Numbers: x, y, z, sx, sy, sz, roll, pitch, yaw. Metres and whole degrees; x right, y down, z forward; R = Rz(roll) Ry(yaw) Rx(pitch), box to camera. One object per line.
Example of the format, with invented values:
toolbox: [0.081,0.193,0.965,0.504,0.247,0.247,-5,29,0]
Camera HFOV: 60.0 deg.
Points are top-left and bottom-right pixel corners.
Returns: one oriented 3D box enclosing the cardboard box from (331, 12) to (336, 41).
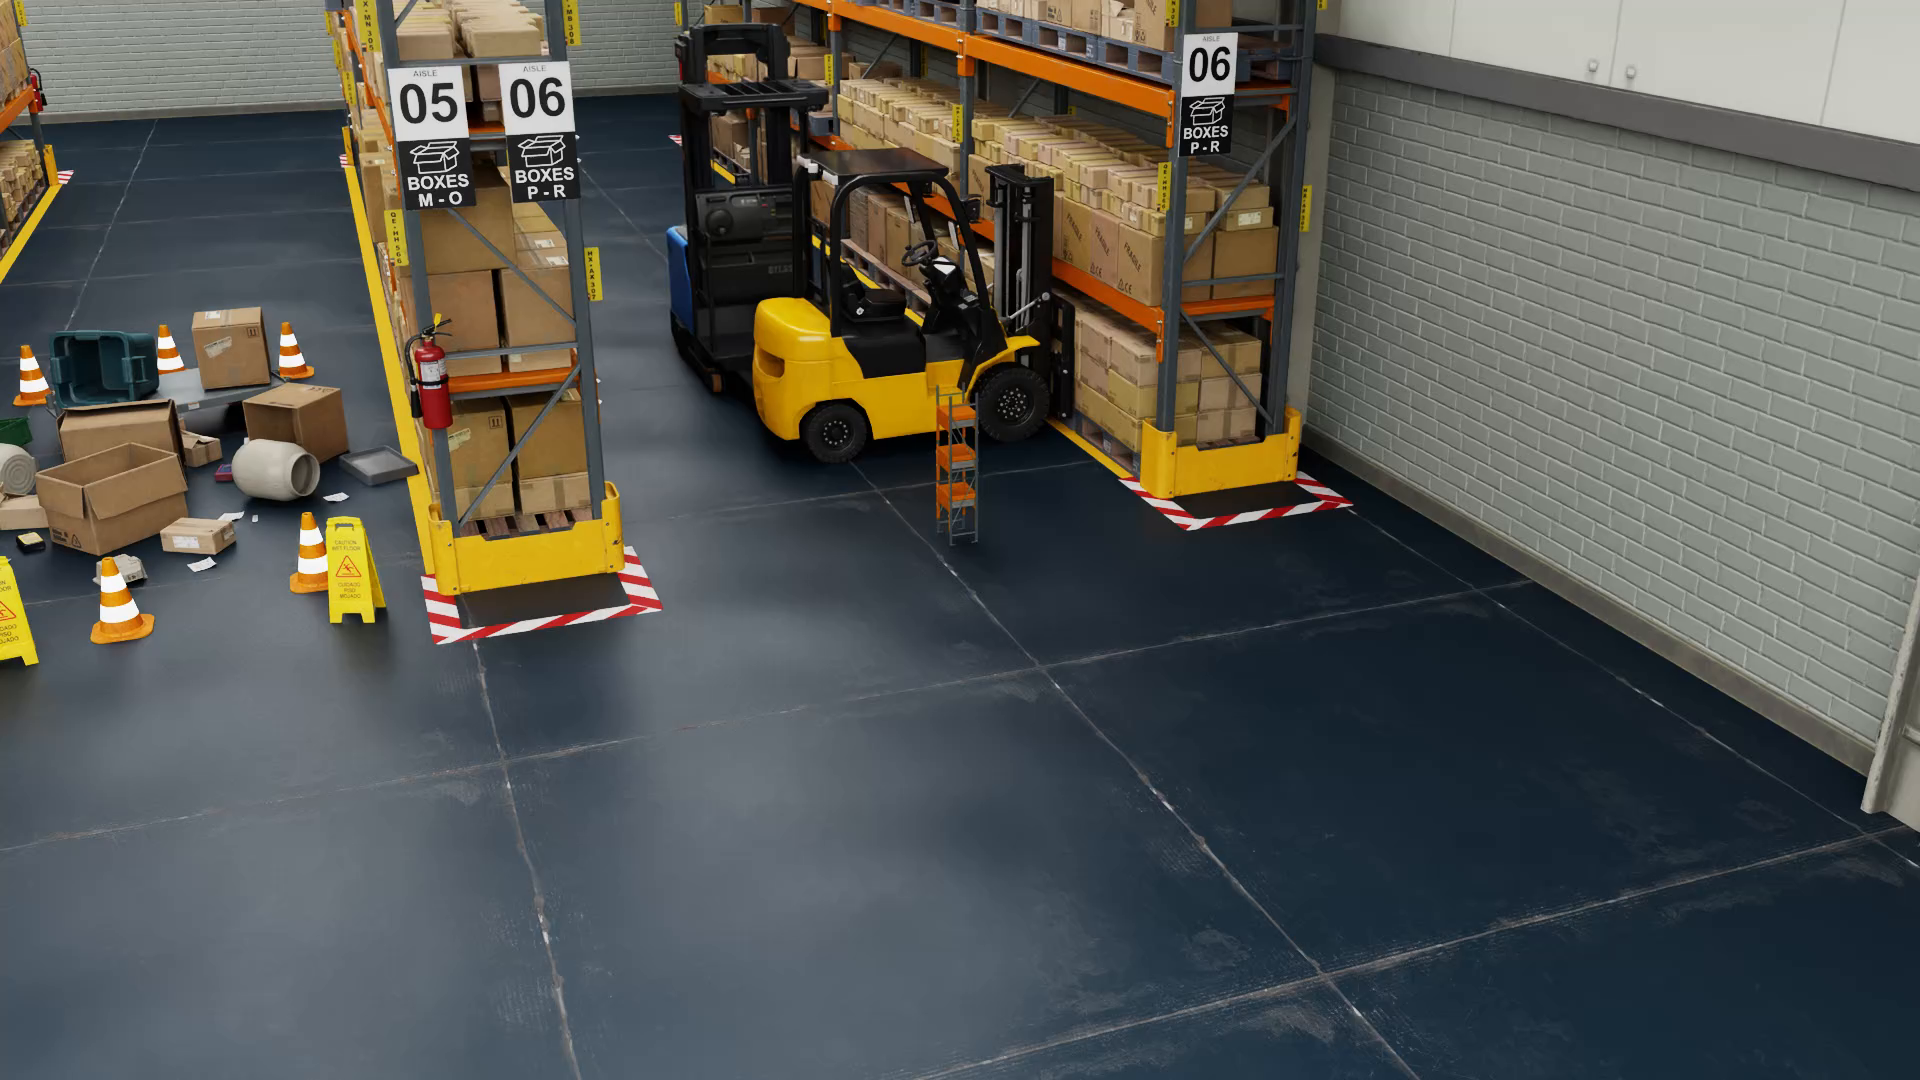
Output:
cardboard box: [-8.303,-7.061,22.725,0.500,0.500,0.500,-9,24,-20]

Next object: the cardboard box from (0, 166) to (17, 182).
cardboard box: [-11.809,-4.482,20.385,0.380,0.149,0.250,-8,24,-18]

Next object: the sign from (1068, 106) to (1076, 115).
sign: [1.005,-3.789,15.161,0.100,0.325,0.005,-8,24,-19]

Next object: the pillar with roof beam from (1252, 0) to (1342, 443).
pillar with roof beam: [-1.530,-4.374,10.041,9.100,9.000,0.400,-8,24,-19]

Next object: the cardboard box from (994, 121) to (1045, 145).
cardboard box: [0.515,-3.522,14.398,0.380,0.149,0.250,-8,24,-18]

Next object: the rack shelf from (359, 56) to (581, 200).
rack shelf: [-3.449,-2.919,11.377,1.077,0.370,4.000,-8,24,-19]

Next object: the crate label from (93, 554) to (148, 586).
crate label: [-5.355,0.197,10.605,0.298,0.136,0.250,18,29,36]

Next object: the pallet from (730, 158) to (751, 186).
pallet: [-2.581,-5.148,23.193,1.003,0.211,1.213,-8,24,-19]

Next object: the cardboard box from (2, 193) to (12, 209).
cardboard box: [-11.406,-3.978,19.573,0.380,0.149,0.250,-7,24,-17]

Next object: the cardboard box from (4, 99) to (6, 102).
cardboard box: [-12.238,-5.563,20.911,0.380,0.149,0.250,-9,25,-21]

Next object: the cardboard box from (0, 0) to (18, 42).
cardboard box: [-12.596,-6.751,21.605,0.500,0.500,0.500,-9,24,-20]

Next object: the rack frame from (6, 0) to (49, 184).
rack frame: [-12.990,-6.239,22.190,1.000,3.000,0.127,-8,24,-19]

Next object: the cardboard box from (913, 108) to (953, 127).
cardboard box: [-0.238,-4.084,16.114,0.380,0.149,0.250,-9,24,-20]

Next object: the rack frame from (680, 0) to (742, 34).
rack frame: [-3.753,-7.637,25.508,1.000,3.000,0.127,-8,24,-19]

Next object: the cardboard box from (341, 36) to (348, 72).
cardboard box: [-6.715,-5.445,18.891,0.500,0.500,0.500,-9,24,-20]

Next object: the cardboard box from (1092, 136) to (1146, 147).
cardboard box: [1.304,-3.215,13.668,0.380,0.149,0.250,-9,24,-20]

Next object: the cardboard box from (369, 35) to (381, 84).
cardboard box: [-3.540,-3.111,10.717,0.500,0.250,0.500,-8,24,-18]

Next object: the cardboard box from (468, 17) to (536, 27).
cardboard box: [-2.812,-3.121,10.227,0.380,0.149,0.250,-8,24,-19]

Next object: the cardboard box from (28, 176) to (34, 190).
cardboard box: [-12.162,-4.597,21.424,0.380,0.149,0.250,-9,25,-21]

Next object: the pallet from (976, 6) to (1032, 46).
pallet: [0.812,-4.312,13.870,1.003,0.211,1.213,-8,24,-19]

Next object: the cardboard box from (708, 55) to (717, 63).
cardboard box: [-3.283,-6.953,23.696,0.500,0.250,0.500,-9,24,-20]

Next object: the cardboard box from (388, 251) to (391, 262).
cardboard box: [-4.344,-2.320,13.216,0.380,0.149,0.250,-8,24,-19]

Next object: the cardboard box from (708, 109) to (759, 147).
cardboard box: [-3.360,-6.128,24.604,0.700,0.500,0.500,-7,24,-17]

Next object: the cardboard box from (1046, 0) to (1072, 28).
cardboard box: [1.076,-4.224,12.745,0.797,0.503,0.637,-8,24,-17]

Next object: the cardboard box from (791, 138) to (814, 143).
cardboard box: [-2.027,-4.982,21.051,0.380,0.149,0.250,-8,24,-19]

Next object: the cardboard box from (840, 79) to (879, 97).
cardboard box: [-1.089,-4.919,18.095,0.380,0.149,0.250,-8,24,-17]

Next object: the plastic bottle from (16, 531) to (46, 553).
plastic bottle: [-6.244,0.007,11.155,0.133,0.061,0.283,-18,29,-37]

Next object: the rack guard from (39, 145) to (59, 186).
rack guard: [-12.963,-5.059,22.610,1.175,0.500,0.348,-8,24,-19]

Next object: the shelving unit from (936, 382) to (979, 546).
shelving unit: [-0.019,-0.503,11.092,0.215,1.050,0.252,-8,24,-19]

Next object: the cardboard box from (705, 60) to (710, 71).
cardboard box: [-3.484,-6.889,24.057,0.380,0.149,0.250,-9,24,-20]

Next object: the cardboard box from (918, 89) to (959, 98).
cardboard box: [-0.219,-4.617,17.379,0.380,0.149,0.250,-8,24,-19]

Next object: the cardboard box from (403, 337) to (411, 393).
cardboard box: [-4.000,-1.422,12.796,0.500,0.500,0.500,-7,24,-17]

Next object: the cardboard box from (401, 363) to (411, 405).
cardboard box: [-4.200,-1.270,13.400,0.500,0.250,0.500,-10,25,-21]

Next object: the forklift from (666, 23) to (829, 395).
forklift: [-1.725,-2.792,14.100,1.130,2.935,3.031,-8,24,-19]

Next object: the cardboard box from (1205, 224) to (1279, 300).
cardboard box: [1.985,-2.088,12.212,0.500,0.500,0.500,-8,24,-17]

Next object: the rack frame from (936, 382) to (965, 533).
rack frame: [-0.062,-0.548,11.197,0.200,1.050,0.008,-8,24,-19]

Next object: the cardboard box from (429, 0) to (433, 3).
cardboard box: [-3.839,-4.143,12.653,0.380,0.149,0.250,-8,24,-18]

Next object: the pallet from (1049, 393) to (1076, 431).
pallet: [1.163,-1.253,13.952,1.003,0.211,1.213,-8,24,-19]

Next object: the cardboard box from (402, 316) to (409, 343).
cardboard box: [-3.931,-1.576,12.327,0.380,0.149,0.250,-7,24,-16]

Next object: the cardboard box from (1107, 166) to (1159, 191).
cardboard box: [1.324,-2.684,12.409,0.380,0.149,0.250,-8,24,-19]

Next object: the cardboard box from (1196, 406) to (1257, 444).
cardboard box: [1.909,-0.955,12.654,0.500,0.250,0.500,-8,24,-19]

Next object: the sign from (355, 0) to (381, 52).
sign: [-3.269,-2.862,9.177,0.100,0.325,0.005,-8,24,-19]

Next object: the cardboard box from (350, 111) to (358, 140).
cardboard box: [-6.555,-4.677,18.678,0.500,0.250,0.500,-9,24,-20]

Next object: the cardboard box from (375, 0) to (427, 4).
cardboard box: [-3.838,-3.603,11.372,0.380,0.149,0.250,-9,24,-20]

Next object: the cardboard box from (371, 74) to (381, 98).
cardboard box: [-3.715,-3.051,11.088,0.380,0.149,0.250,-9,24,-20]

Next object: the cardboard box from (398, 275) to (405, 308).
cardboard box: [-3.538,-1.848,11.262,0.500,0.500,0.500,-8,24,-19]

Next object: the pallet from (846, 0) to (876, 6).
pallet: [-0.603,-5.791,17.509,1.213,0.211,1.003,-7,24,-17]

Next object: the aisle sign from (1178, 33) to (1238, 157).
aisle sign: [1.648,-2.957,11.057,0.394,0.787,0.004,-8,24,-19]

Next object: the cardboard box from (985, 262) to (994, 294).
cardboard box: [0.535,-2.258,14.458,0.500,0.250,0.500,-8,24,-19]

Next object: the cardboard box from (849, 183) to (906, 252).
cardboard box: [-0.719,-3.601,18.448,0.875,0.625,0.625,-8,24,-17]

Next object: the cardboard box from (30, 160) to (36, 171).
cardboard box: [-12.351,-4.914,21.795,0.380,0.149,0.250,-9,25,-21]

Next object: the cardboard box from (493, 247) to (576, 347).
cardboard box: [-2.650,-1.534,10.517,0.500,0.500,0.500,-9,24,-20]

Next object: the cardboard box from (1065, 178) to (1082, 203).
cardboard box: [1.039,-2.719,12.874,0.380,0.149,0.250,-8,24,-19]
